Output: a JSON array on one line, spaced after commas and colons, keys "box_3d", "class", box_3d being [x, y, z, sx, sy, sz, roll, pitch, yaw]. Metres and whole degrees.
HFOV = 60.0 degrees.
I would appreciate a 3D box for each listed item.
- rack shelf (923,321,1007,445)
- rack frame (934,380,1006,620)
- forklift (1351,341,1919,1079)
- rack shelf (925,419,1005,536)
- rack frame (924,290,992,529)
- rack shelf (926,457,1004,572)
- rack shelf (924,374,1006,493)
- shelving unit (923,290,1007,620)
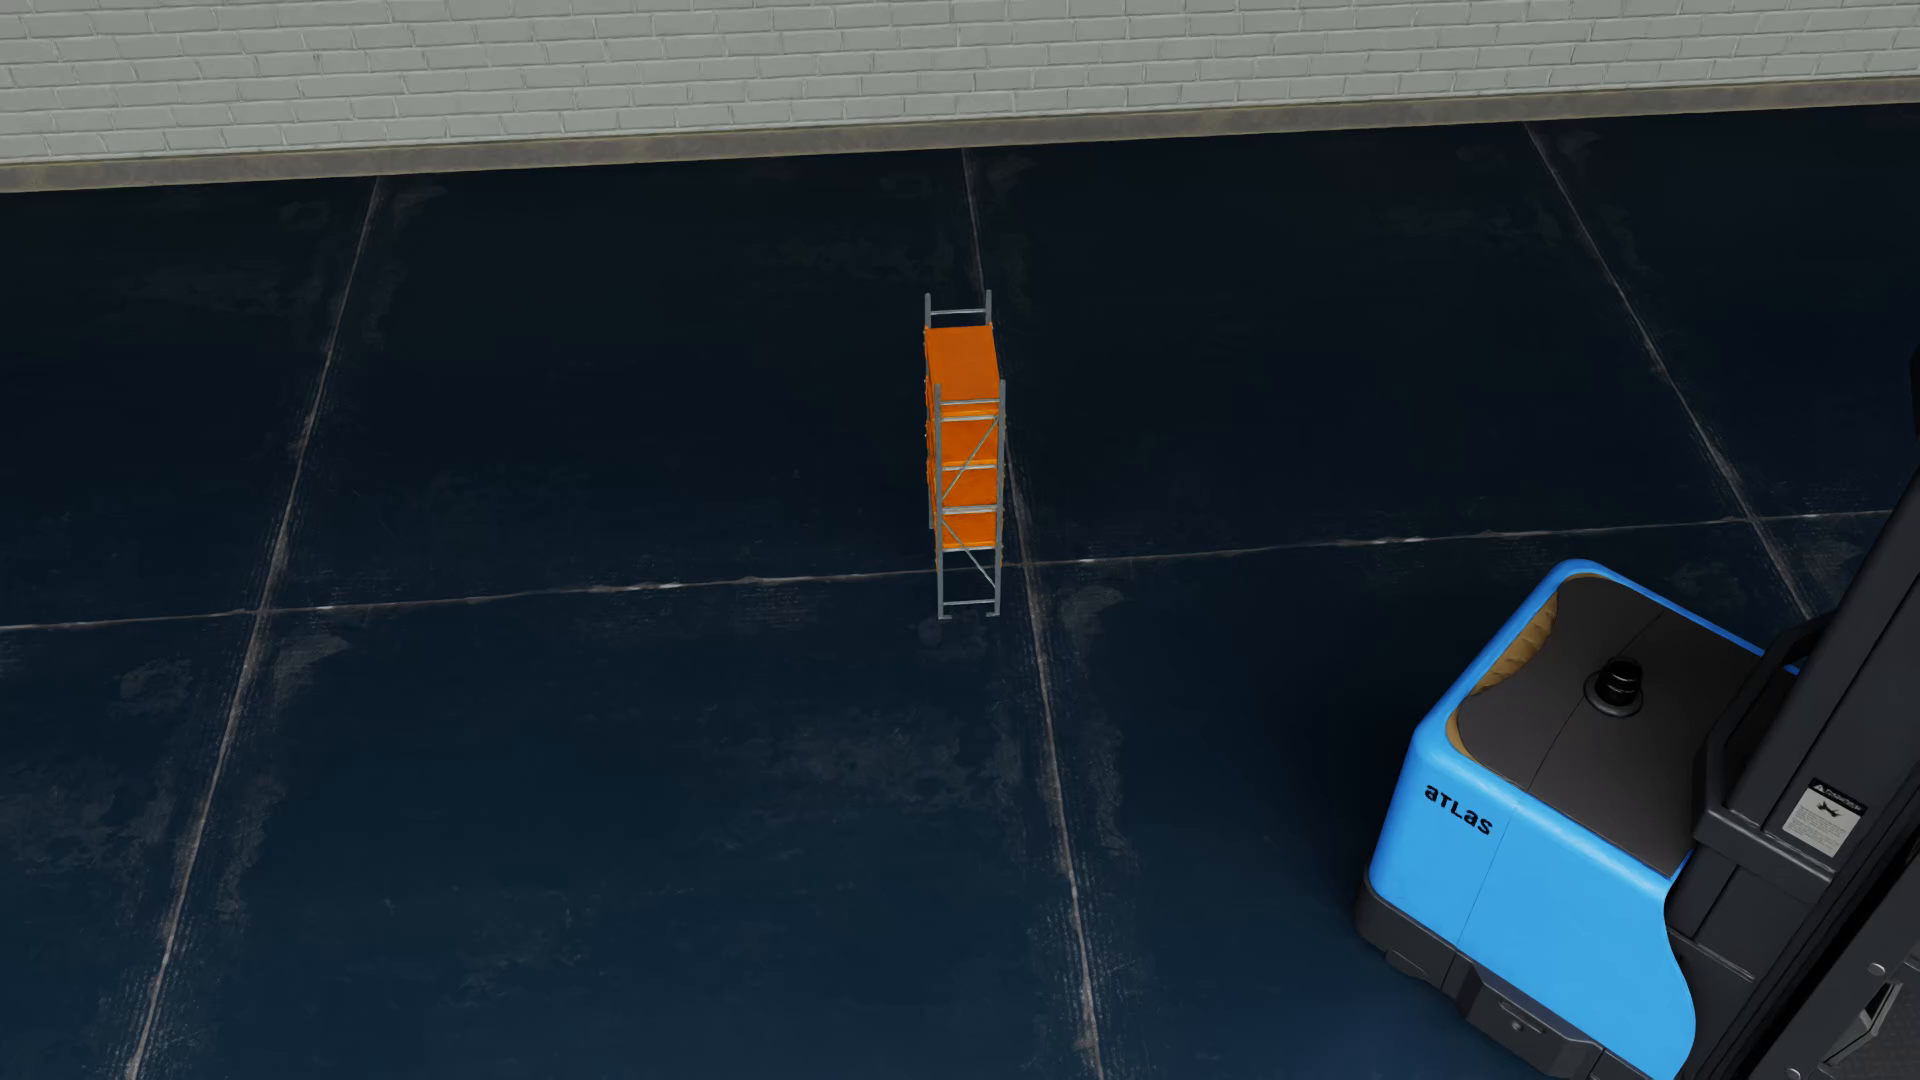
[{"box_3d": [0.014, -0.563, 5.916, 0.258, 0.148, 0.480, -3, 47, -3], "class": "rack shelf"}, {"box_3d": [0.034, -0.116, 6.034, 0.240, 1.200, 0.015, -3, 47, -3], "class": "rack frame"}, {"box_3d": [2.727, 0.732, 4.038, 3.031, 2.935, 1.130, 33, 55, 27], "class": "forklift"}, {"box_3d": [0.014, -0.247, 6.250, 0.258, 0.148, 0.480, -3, 47, -3], "class": "rack shelf"}, {"box_3d": [-0.007, -0.469, 6.368, 0.240, 1.200, 0.015, -3, 47, -3], "class": "rack frame"}, {"box_3d": [0.014, -0.110, 6.394, 0.258, 0.148, 0.480, -3, 47, -3], "class": "rack shelf"}, {"box_3d": [0.014, -0.400, 6.087, 0.258, 0.148, 0.480, -3, 47, -3], "class": "rack shelf"}, {"box_3d": [0.014, -0.293, 6.201, 0.258, 1.200, 0.503, -3, 47, -3], "class": "shelving unit"}]
